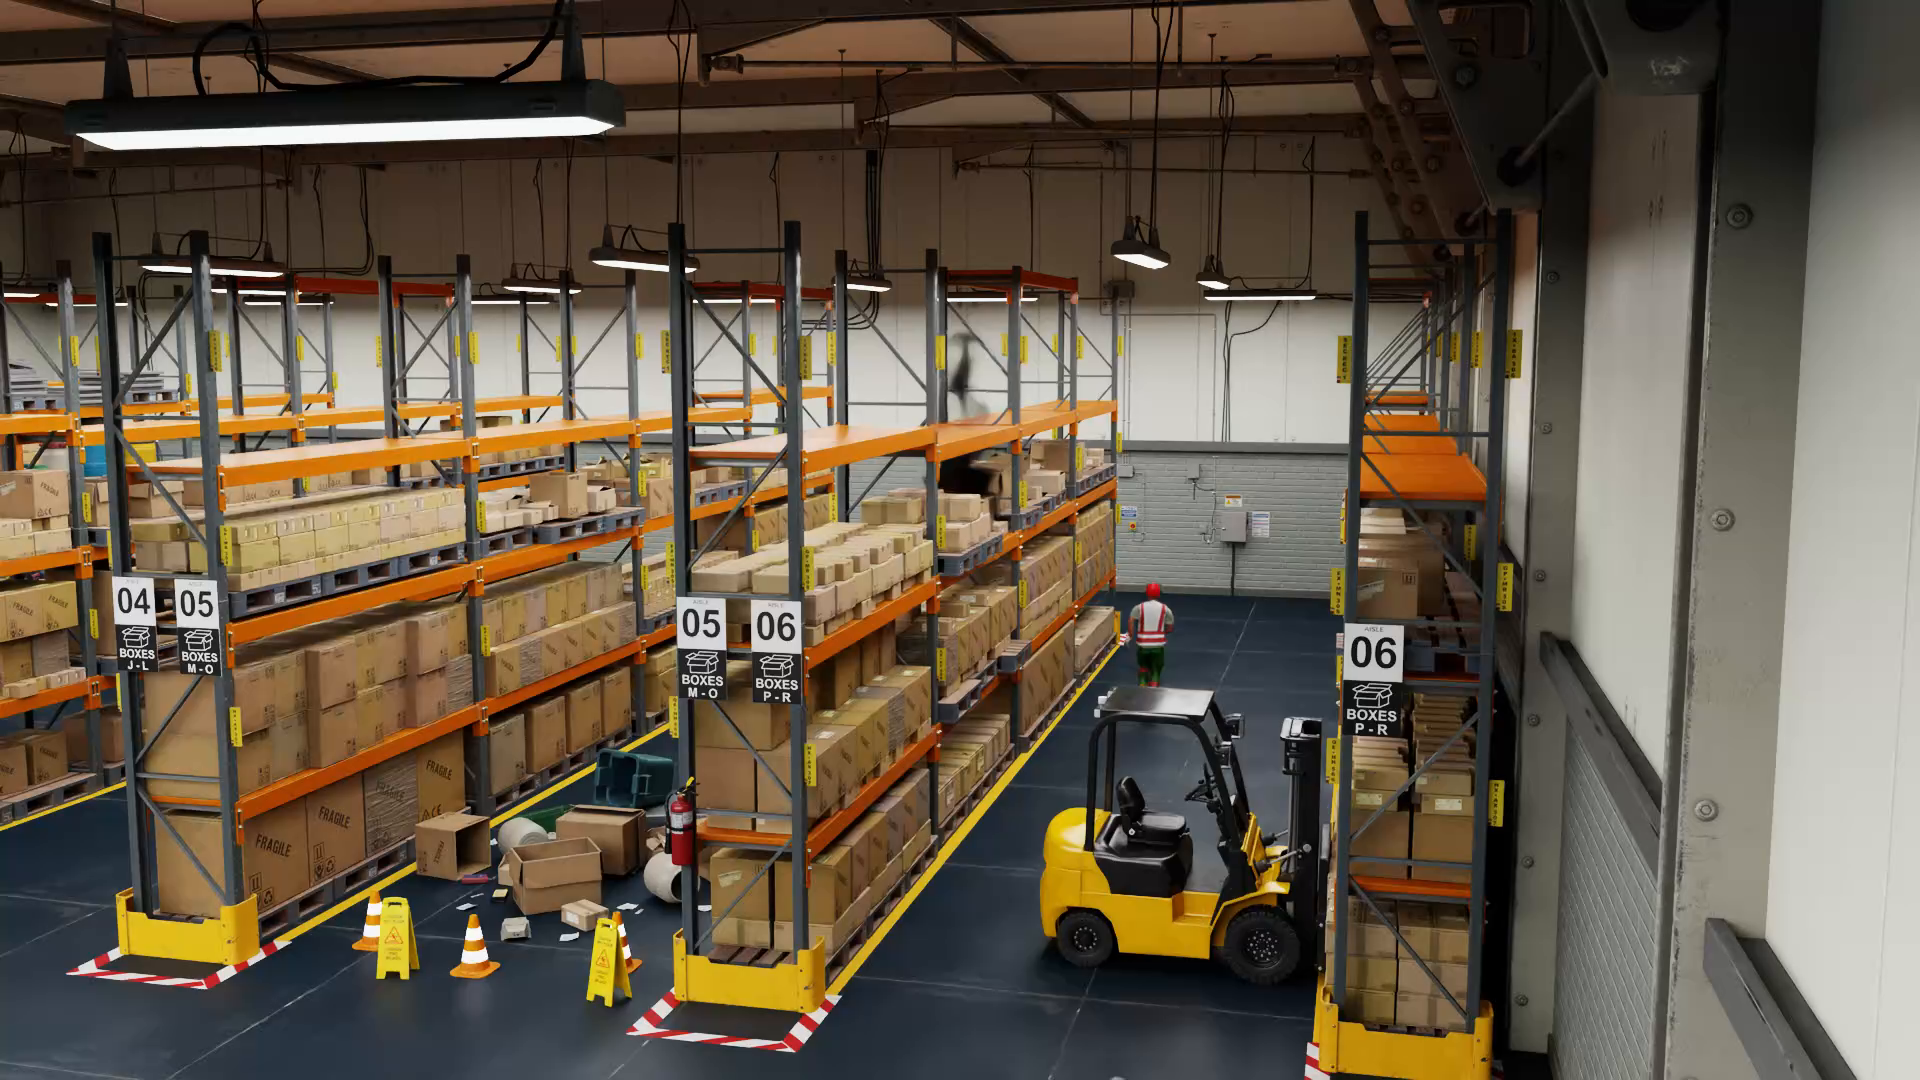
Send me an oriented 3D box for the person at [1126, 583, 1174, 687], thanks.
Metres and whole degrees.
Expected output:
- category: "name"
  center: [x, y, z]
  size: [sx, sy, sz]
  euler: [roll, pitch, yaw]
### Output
- category: "person"
  center: [2.671, 1.454, 23.365]
  size: [0.661, 1.735, 0.642]
  euler: [1, 7, 9]
